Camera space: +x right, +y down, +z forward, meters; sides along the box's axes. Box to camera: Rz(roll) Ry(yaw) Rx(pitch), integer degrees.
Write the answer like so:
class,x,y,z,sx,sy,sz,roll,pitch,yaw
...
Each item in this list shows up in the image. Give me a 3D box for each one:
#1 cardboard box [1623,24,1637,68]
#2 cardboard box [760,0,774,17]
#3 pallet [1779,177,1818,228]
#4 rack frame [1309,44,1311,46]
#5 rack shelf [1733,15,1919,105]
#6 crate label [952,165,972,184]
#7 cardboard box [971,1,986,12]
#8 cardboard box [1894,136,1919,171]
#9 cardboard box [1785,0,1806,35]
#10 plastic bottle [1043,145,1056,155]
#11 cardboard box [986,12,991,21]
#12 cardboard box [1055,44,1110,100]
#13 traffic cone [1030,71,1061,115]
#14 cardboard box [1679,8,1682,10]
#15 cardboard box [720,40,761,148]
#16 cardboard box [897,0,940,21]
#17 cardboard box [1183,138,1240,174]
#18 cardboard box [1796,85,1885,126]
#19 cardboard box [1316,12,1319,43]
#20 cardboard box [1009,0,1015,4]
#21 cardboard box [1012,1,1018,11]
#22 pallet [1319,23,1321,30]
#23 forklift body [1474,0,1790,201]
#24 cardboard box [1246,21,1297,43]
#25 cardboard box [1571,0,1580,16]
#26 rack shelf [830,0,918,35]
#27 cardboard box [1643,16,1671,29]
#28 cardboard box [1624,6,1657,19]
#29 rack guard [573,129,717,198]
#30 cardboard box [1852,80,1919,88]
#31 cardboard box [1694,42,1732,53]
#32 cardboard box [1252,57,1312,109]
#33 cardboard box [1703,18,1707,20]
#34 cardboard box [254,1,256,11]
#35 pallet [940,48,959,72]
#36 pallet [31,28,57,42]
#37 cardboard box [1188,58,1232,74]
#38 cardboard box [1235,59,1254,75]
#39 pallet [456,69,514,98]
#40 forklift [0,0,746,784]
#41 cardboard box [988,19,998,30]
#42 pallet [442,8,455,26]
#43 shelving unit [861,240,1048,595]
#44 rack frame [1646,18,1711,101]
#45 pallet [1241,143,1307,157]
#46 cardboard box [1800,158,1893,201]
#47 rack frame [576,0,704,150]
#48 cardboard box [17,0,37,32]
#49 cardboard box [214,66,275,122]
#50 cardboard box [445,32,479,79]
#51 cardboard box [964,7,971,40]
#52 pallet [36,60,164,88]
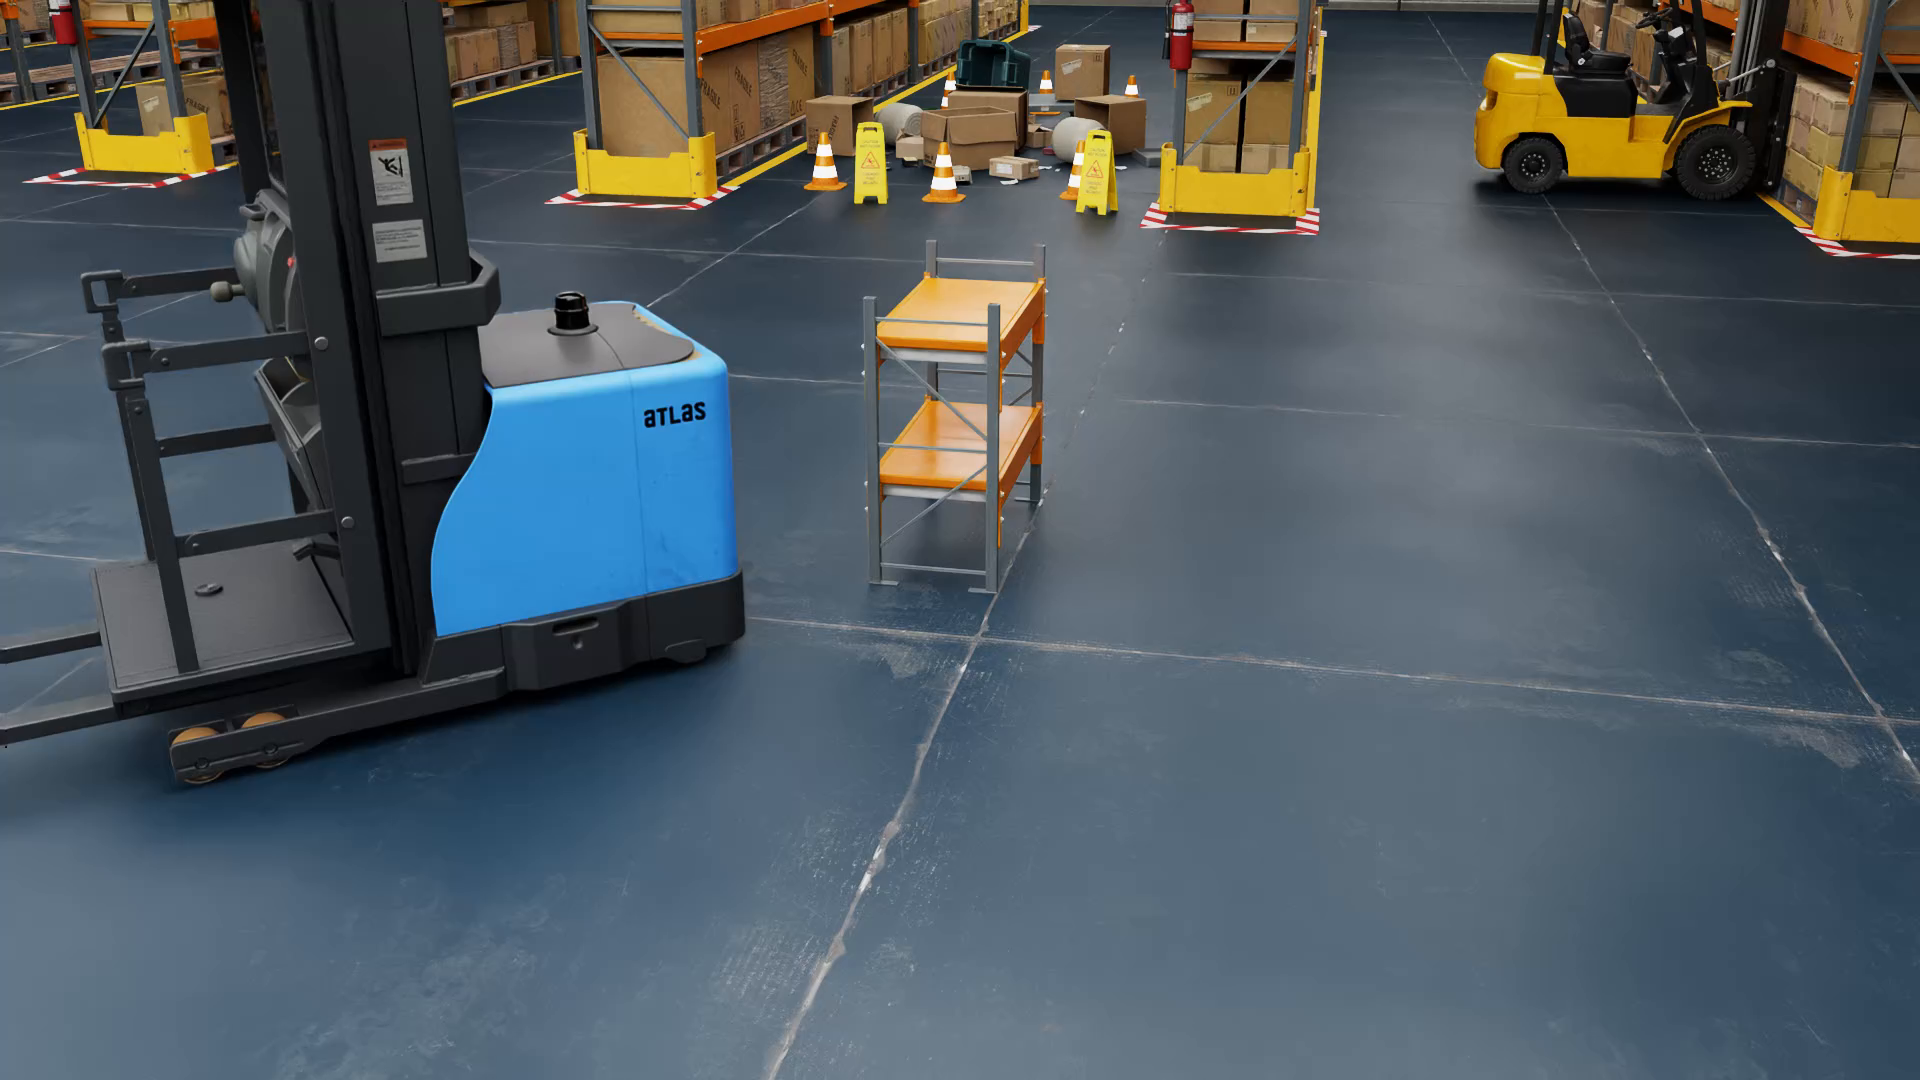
class,x,y,z,sx,sy,sz,roll,pitch,yaw
cardboard box,8.870,-6.361,21.417,0.500,0.500,0.500,4,22,9
cardboard box,-2.242,-5.185,15.512,0.875,0.550,0.500,4,22,11
pallet,7.172,-2.653,13.159,1.003,0.211,1.213,4,22,11
rack frame,3.013,-5.504,16.504,1.000,3.000,0.127,4,22,11
rack shelf,7.465,-4.061,13.886,1.077,0.370,4.000,4,22,11
crate label,-0.034,-3.221,14.668,0.250,0.136,0.298,-7,23,-17
cardboard box,0.201,-8.318,25.949,0.380,0.149,0.250,4,22,10
cardboard box,7.356,-2.971,12.665,0.500,0.250,0.500,5,22,12
cardboard box,7.211,-4.471,13.807,0.500,0.500,0.500,5,22,11
plastic bottle,0.914,-3.812,16.236,0.133,0.061,0.283,8,23,20
cardboard box,0.282,-8.277,26.245,0.380,0.149,0.250,6,23,13
cardboard box,1.265,-4.820,17.139,0.500,0.500,0.500,4,22,11
traffic cone,0.976,-5.069,18.821,0.336,0.463,0.334,4,22,11
cardboard box,9.597,-6.950,22.011,0.380,0.149,0.250,3,22,8
cardboard box,-2.418,-4.165,15.463,0.875,0.875,0.875,4,22,10
cardboard box,-0.556,-7.109,22.271,0.500,0.250,0.500,4,22,10
cardboard box,2.103,-3.285,14.113,0.500,0.250,0.500,4,22,11
cardboard box,6.944,-3.426,13.126,0.500,0.250,0.500,5,22,12
cardboard box,4.879,-7.657,24.718,0.875,0.438,0.875,4,22,10
cardboard box,0.699,-8.976,27.584,0.380,0.149,0.250,4,22,10
cardboard box,0.767,-9.028,28.111,0.380,0.149,0.250,4,22,9
pallet,5.375,-8.300,27.181,1.003,0.211,1.213,4,22,11
forklift body,5.658,-4.103,14.161,2.313,2.155,1.214,4,22,11
cardboard box,2.469,-4.033,13.188,0.380,0.149,0.250,5,22,11
cardboard box,10.104,-8.336,26.315,0.797,0.503,0.637,4,22,9
rack shelf,-1.445,-6.242,19.299,1.077,0.370,4.000,4,22,11
cardboard box,8.813,-6.505,20.906,0.380,0.149,0.250,4,22,10
cardboard box,9.150,-7.076,22.323,0.380,0.149,0.250,3,22,8
rack guard,-2.674,-3.213,14.162,1.175,0.500,0.348,4,22,11
cardboard box,7.551,-3.573,13.491,0.500,0.250,0.500,4,22,11
cardboard box,8.286,-4.970,17.795,0.875,0.625,0.625,4,22,9
cardboard box,2.950,-4.161,15.285,0.500,0.500,0.500,6,23,14
cardboard box,9.300,-6.377,20.588,0.380,0.149,0.250,3,22,8
cardboard box,-6.989,-5.130,15.912,0.380,0.149,0.250,4,22,11
pallet,-0.625,-6.744,23.316,1.003,0.211,1.213,4,22,11
pallet,-14.882,-8.347,27.298,1.003,0.211,1.213,4,22,11
cardboard box,2.114,-4.061,14.168,0.380,0.149,0.250,5,22,12
cardboard box,2.423,-4.189,15.355,0.500,0.500,0.500,6,23,14
pallet,-6.284,-5.698,20.719,1.003,0.211,1.213,4,22,11
forklift,-2.296,-0.848,5.037,3.031,2.935,1.130,-12,25,-27
cardboard box,0.393,-8.228,26.523,0.380,0.149,0.250,4,22,9
pallet,-9.295,-9.433,29.993,1.003,0.211,1.213,4,22,11
shelving unit,0.001,-0.524,6.650,0.538,1.125,1.048,4,22,11
rack frame,8.689,-6.589,19.200,1.000,3.000,0.127,4,22,11
pallet,2.664,-3.514,15.297,1.003,0.211,1.213,4,22,11
cardboard box,6.844,-2.779,12.857,0.500,0.250,0.500,5,22,11
rack frame,-2.669,-4.381,13.717,1.000,3.000,0.127,4,22,11
cardboard box,-14.887,-8.234,26.040,0.500,0.500,0.500,4,22,9
cardboard box,-7.126,-4.507,16.814,0.500,0.500,0.500,7,23,16
cardboard box,-6.312,-5.904,20.255,0.700,0.500,0.500,3,22,6
cardboard box,-0.125,-7.515,24.282,0.500,0.500,0.500,4,22,10
pallet,-11.168,-6.081,21.670,1.003,0.211,1.213,4,22,11
